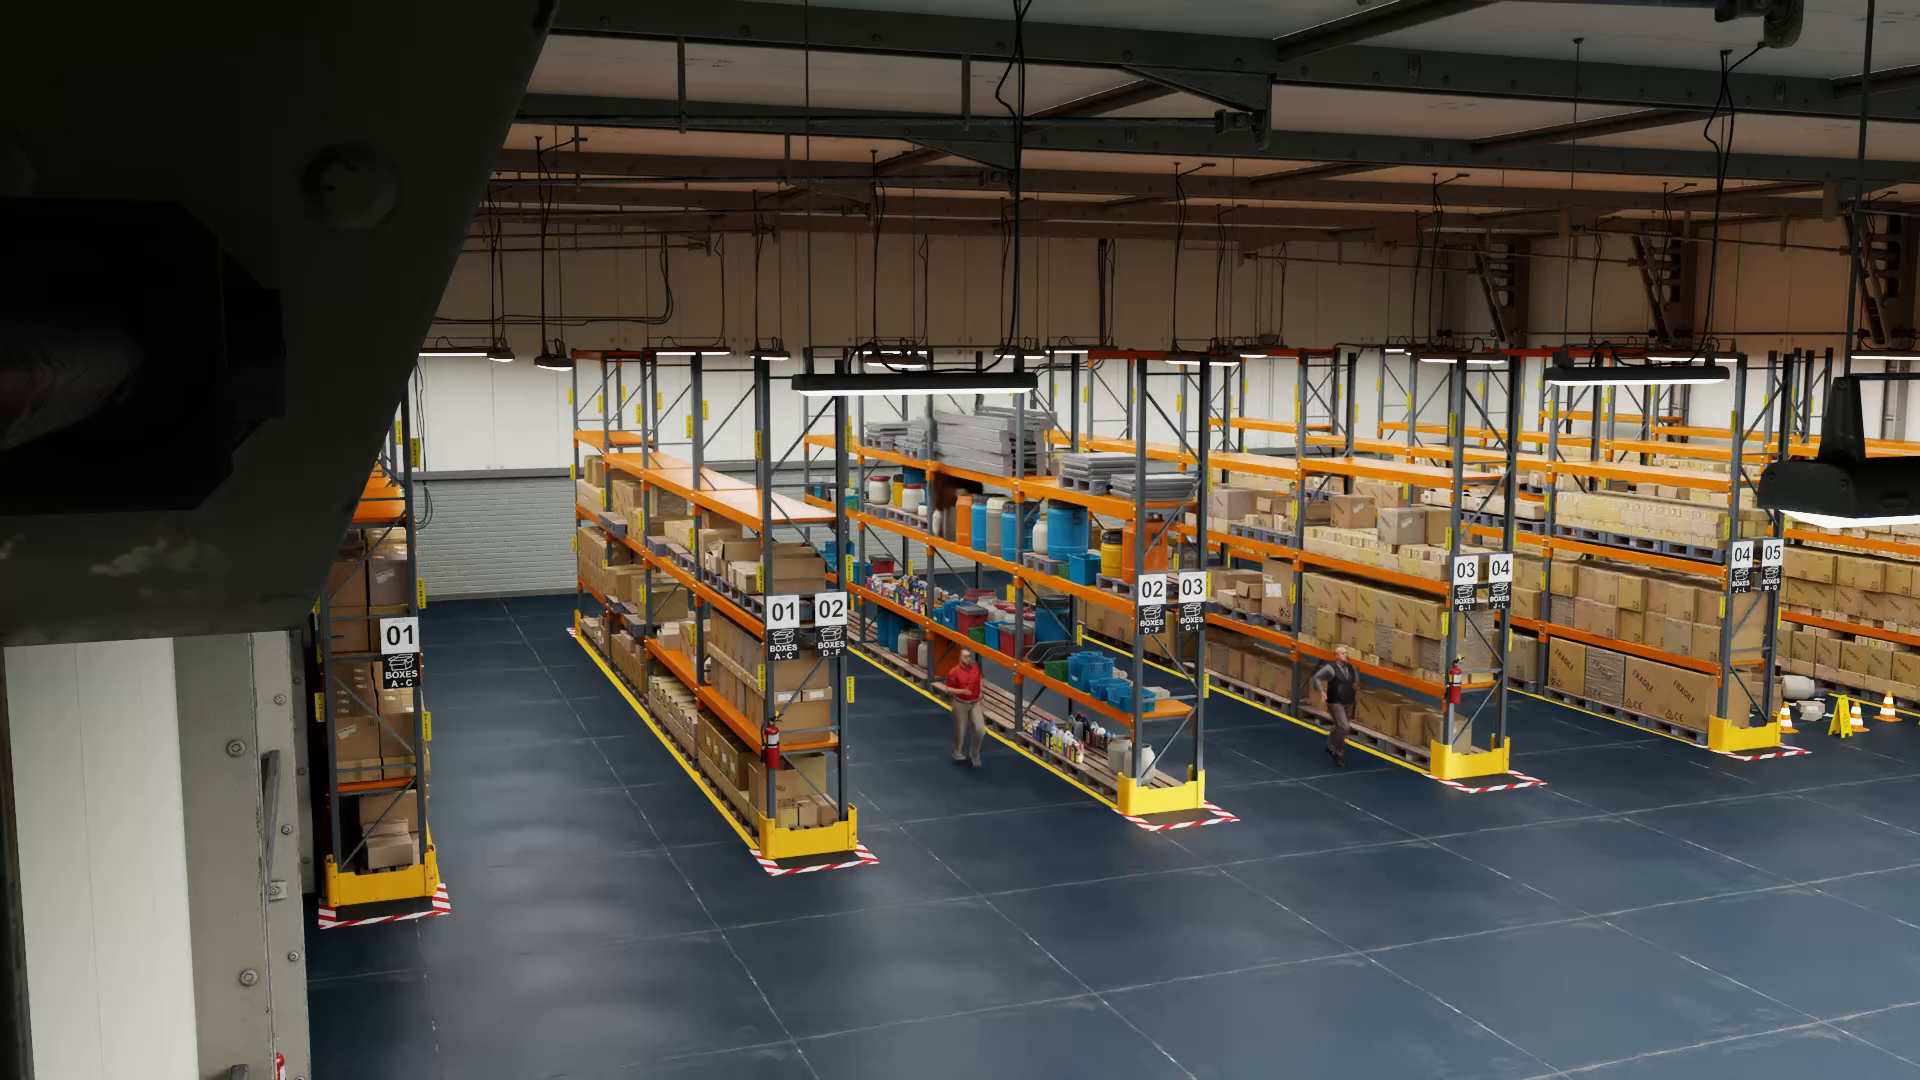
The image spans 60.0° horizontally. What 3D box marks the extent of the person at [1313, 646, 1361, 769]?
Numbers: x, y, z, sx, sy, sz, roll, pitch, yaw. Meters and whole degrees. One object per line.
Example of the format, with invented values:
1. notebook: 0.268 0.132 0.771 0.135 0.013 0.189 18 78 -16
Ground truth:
1. person: 5.592 2.449 24.462 0.624 1.780 0.752 -4 8 -28

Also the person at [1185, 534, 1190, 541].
1. person: 5.489 0.472 40.945 0.738 1.592 0.560 -6 10 -42

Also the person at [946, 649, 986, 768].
1. person: 0.098 2.478 24.344 0.638 1.784 0.767 -3 8 -22
